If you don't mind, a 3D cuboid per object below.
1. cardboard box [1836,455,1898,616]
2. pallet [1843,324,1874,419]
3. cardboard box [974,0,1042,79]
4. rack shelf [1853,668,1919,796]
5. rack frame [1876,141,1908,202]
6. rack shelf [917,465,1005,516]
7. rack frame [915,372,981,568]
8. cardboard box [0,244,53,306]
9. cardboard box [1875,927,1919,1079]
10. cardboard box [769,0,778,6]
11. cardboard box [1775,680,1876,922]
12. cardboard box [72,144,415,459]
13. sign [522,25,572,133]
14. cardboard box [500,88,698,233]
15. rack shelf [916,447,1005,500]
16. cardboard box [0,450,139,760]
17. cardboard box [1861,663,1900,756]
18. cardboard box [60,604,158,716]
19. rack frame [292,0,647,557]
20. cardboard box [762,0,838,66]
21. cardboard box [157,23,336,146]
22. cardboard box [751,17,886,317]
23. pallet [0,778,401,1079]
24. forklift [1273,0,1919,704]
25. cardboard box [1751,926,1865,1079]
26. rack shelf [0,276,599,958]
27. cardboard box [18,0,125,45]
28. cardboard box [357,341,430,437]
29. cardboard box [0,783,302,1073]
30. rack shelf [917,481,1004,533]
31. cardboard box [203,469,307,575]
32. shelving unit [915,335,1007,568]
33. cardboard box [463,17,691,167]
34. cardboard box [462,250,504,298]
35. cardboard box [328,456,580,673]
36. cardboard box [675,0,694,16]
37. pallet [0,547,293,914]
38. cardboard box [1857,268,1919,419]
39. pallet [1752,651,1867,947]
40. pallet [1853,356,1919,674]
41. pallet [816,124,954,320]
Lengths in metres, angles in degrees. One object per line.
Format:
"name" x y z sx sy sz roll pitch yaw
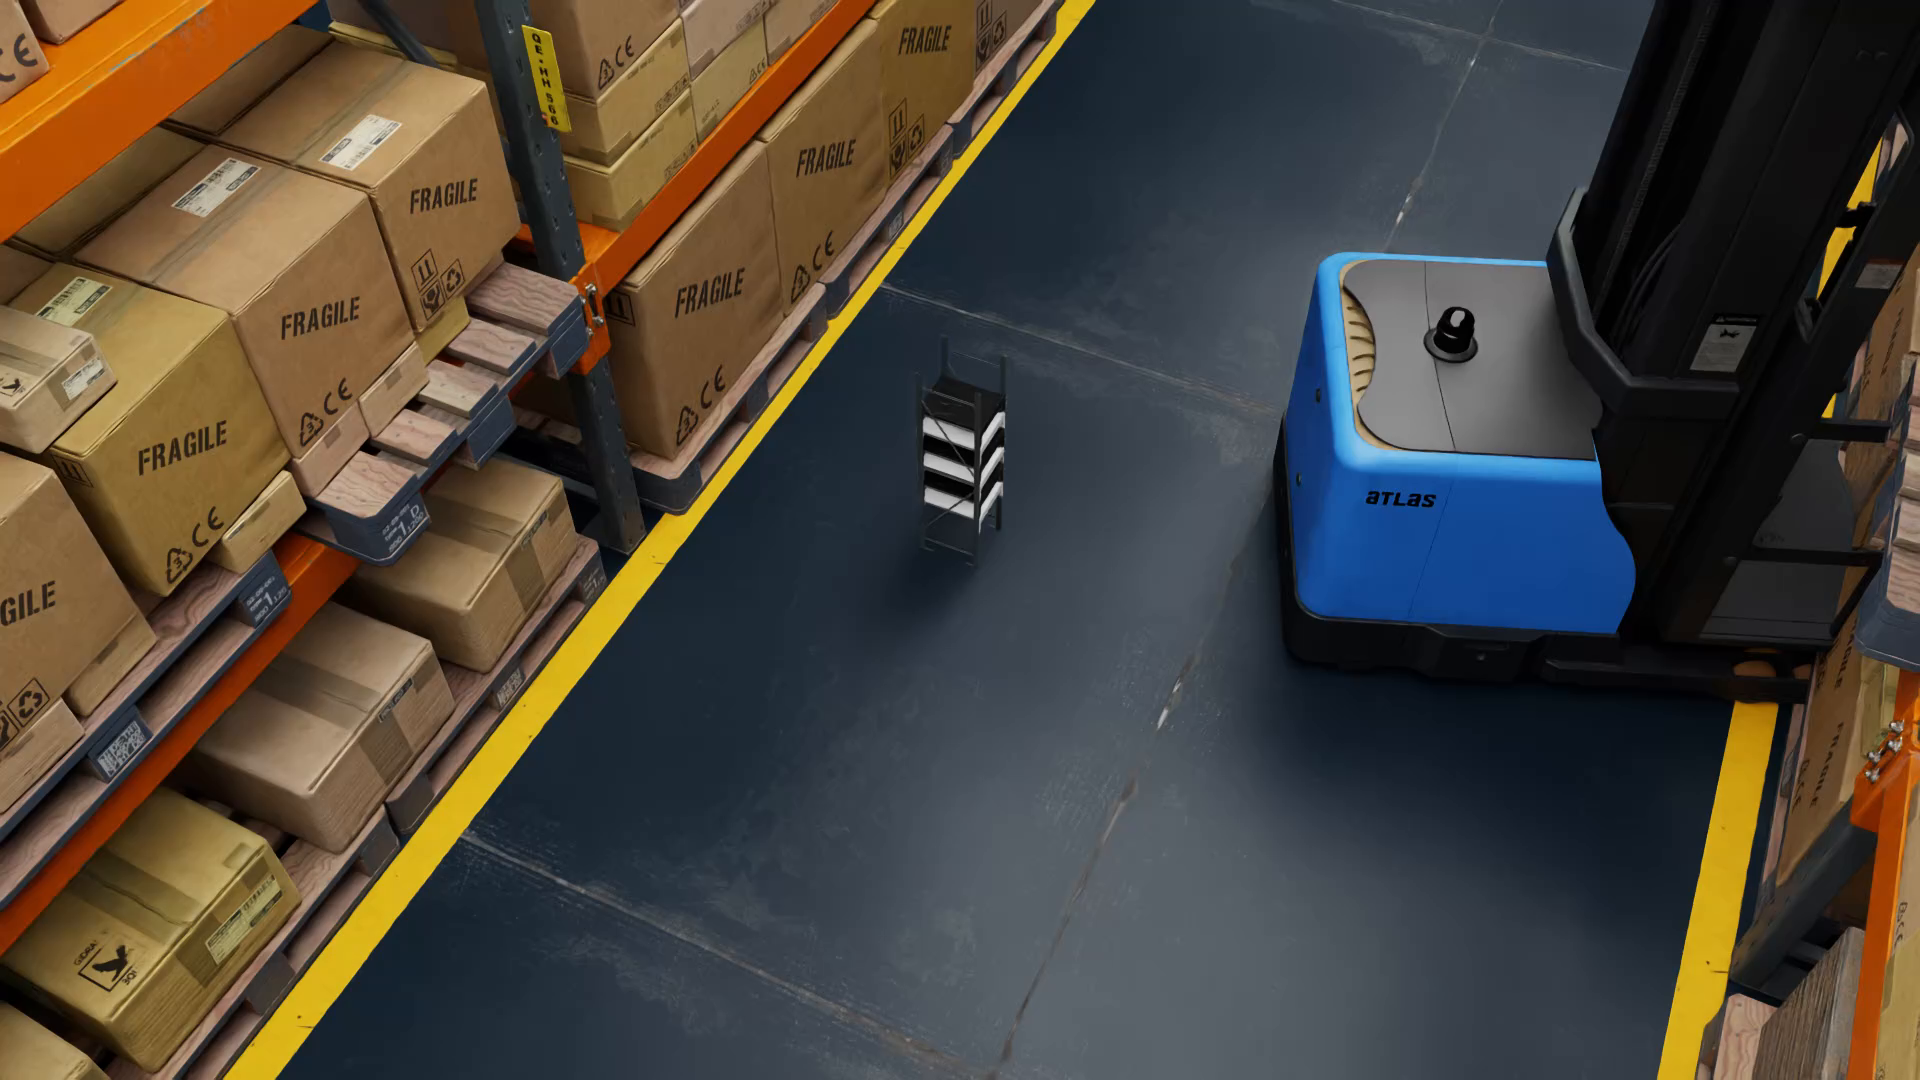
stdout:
"cardboard box" 3.263 0.110 5.552 0.500 0.500 0.500 22 53 18
"pallet" 4.228 -0.778 6.774 1.003 0.211 1.213 20 52 16
"cardboard box" -0.141 -2.861 7.835 0.875 0.875 0.875 21 53 17
"rack shelf" 3.687 -0.644 5.301 1.077 0.370 4.000 20 52 16
"rack frame" 4.541 -2.254 6.199 1.000 3.000 0.127 20 52 16
"rack shelf" 0.003 -0.217 6.006 0.258 0.077 0.200 20 52 16
"rack frame" -0.040 -0.227 5.852 0.240 0.900 0.006 20 52 16
"cardboard box" -2.495 -0.414 4.096 0.500 0.500 0.500 21 53 17
"cardboard box" 2.203 1.119 3.426 0.500 0.250 0.500 19 52 15
"cardboard box" -0.771 -2.189 5.913 0.500 0.250 0.500 20 52 16
"cardboard box" 2.819 0.813 4.954 0.500 0.500 0.500 21 53 17
"cardboard box" -1.811 -0.614 4.266 0.500 0.500 0.500 19 52 16
"sign" -1.162 -1.292 4.671 0.100 0.325 0.005 20 52 16
"cardboard box" -1.220 -1.319 5.501 0.500 0.250 0.500 19 52 15
"rack shelf" 0.003 -0.276 5.937 0.258 0.077 0.200 20 52 16
"cardboard box" -2.259 0.109 3.651 0.500 0.500 0.500 18 52 15
"cardboard box" 2.815 0.541 4.759 0.380 0.149 0.250 17 52 14
"cardboard box" -2.175 0.228 3.976 0.380 0.149 0.250 18 52 15
"rack frame" -1.657 -1.112 5.227 1.000 3.000 0.127 20 52 16
"cardboard box" -0.788 -2.038 6.113 0.500 0.250 0.500 21 53 17
"cardboard box" -2.058 -1.143 4.716 0.500 0.500 0.500 18 52 15
"cardboard box" -0.902 -1.621 6.779 0.875 0.875 0.875 20 53 17
"pallet" -2.515 1.166 5.119 1.003 0.211 1.213 20 52 16
"forklift" 2.685 -0.795 5.002 3.031 2.935 1.130 3 50 3
"cardboard box" 2.554 1.559 4.238 0.875 0.625 0.625 21 53 17
"rack shelf" -2.511 0.498 4.329 1.077 0.370 4.000 20 52 16
"cardboard box" -2.071 -1.467 3.494 0.700 0.500 0.500 20 52 16
"cardboard box" -1.700 -0.469 4.568 0.380 0.149 0.250 19 52 16
"cardboard box" -2.544 1.020 4.862 0.950 0.372 0.625 21 53 17
"rack shelf" 0.003 -0.159 6.075 0.258 0.077 0.200 20 52 16
"cardboard box" -1.920 -0.104 4.258 0.380 0.149 0.250 21 53 17
"shelving unit" 0.003 -0.297 5.912 0.258 0.900 0.210 20 52 16
"cardboard box" -1.217 -1.494 5.322 0.500 0.250 0.500 19 52 16
"cardboard box" -1.584 -0.865 4.906 0.380 0.149 0.250 22 53 17
"cardboard box" -1.907 -0.011 5.740 0.950 0.372 0.625 17 52 14
"cardboard box" -1.022 -2.074 5.323 0.500 0.500 0.500 20 52 16
"pallet" -2.466 0.326 4.129 1.003 0.211 1.213 20 52 16
"cardboard box" 3.696 -0.608 6.164 0.500 0.500 0.500 18 52 15
"pallet" 3.186 0.902 5.344 1.003 0.211 1.213 20 52 16
"pallet" 3.059 0.073 4.345 1.213 0.211 1.003 20 52 16
"pallet" -0.729 -1.564 7.442 1.003 0.211 1.213 20 52 16
